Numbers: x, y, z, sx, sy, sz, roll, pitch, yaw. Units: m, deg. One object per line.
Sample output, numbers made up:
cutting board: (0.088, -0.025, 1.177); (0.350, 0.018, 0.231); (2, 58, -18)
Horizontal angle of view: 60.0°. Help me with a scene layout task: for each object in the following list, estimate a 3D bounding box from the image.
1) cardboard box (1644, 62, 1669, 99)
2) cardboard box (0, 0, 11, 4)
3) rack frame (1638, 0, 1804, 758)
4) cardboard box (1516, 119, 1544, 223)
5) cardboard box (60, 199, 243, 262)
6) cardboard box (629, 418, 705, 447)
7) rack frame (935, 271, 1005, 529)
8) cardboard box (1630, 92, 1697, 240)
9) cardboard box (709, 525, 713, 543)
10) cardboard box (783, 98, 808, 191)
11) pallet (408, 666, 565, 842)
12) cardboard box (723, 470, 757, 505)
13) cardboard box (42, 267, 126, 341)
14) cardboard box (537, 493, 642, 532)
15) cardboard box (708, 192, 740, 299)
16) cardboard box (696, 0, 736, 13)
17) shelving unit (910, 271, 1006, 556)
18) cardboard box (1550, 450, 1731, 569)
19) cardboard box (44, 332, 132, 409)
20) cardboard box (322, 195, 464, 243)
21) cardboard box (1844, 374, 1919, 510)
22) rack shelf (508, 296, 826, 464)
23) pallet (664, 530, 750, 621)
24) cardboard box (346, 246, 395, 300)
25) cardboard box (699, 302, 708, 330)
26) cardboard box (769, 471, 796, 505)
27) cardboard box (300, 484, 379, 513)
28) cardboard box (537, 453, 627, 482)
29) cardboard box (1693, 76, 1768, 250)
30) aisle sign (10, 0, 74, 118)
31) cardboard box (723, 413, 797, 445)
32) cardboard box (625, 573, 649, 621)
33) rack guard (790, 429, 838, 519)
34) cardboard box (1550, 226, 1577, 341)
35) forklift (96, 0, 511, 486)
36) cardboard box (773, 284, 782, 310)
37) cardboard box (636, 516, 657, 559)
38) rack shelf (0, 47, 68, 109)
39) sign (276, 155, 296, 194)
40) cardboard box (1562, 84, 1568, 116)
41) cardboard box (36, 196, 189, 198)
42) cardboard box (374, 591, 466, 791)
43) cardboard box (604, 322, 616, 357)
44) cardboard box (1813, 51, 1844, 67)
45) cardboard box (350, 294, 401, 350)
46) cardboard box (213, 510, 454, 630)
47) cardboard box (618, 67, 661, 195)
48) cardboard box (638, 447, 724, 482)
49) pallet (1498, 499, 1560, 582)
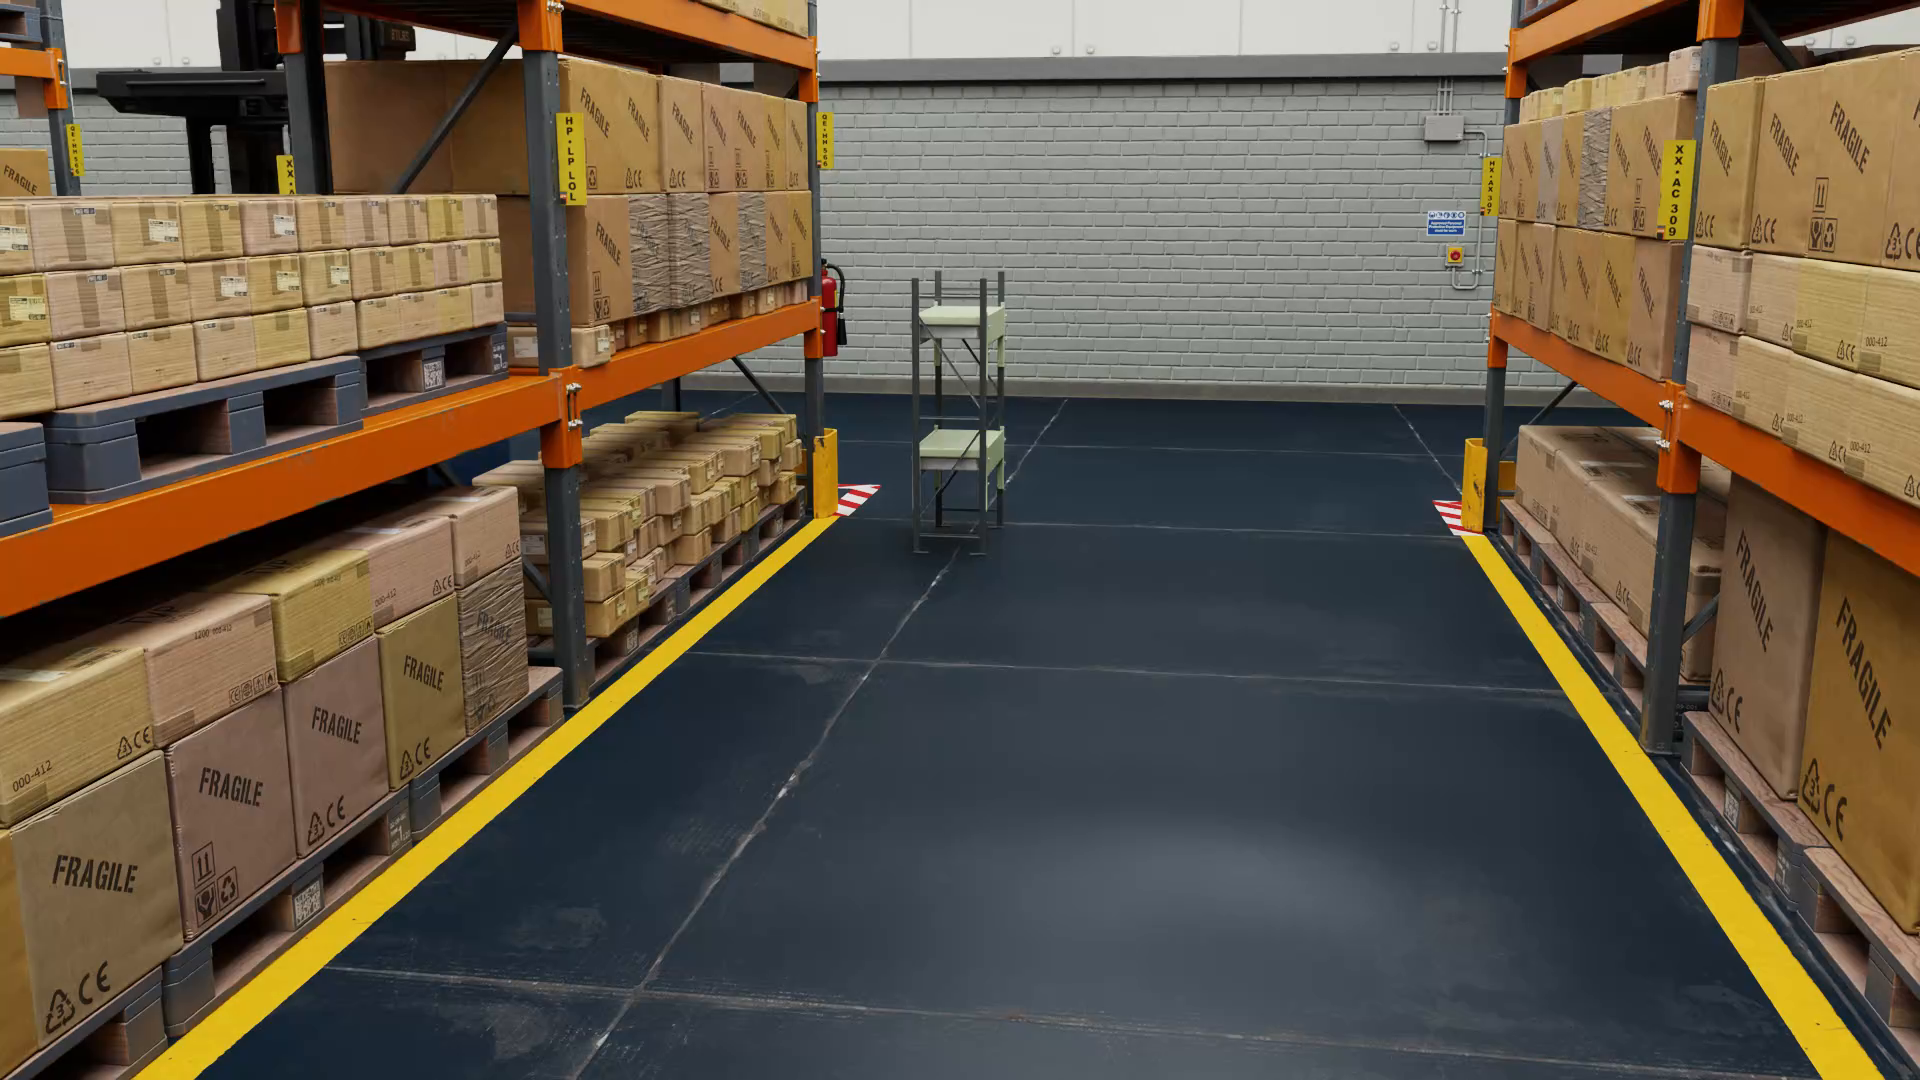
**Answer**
cardboard box: (2.898, -1.779, 6.477); (0.380, 0.149, 0.250); (2, 12, 8)
cardboard box: (-6.256, -3.507, 10.053); (0.700, 0.500, 0.500); (1, 12, 5)
rack frame: (2.948, -0.693, 5.591); (1.000, 3.000, 0.127); (2, 12, 9)
cardboard box: (3.136, -1.865, 8.418); (0.500, 0.500, 0.500); (2, 12, 7)
cardboard box: (-2.068, -0.789, 4.221); (0.380, 0.149, 0.250); (2, 12, 8)
cardboard box: (-1.683, -0.609, 9.555); (0.380, 0.149, 0.250); (2, 12, 10)
rack frame: (0.055, -0.808, 9.682); (0.400, 1.500, 0.023); (2, 12, 9)
cardboard box: (2.748, -1.338, 5.972); (0.500, 0.500, 0.500); (2, 12, 8)
cardboard box: (-1.461, -0.038, 8.322); (0.380, 0.149, 0.250); (2, 12, 10)
cardboard box: (-1.168, -2.245, 9.475); (0.500, 0.500, 0.500); (2, 12, 7)
pallet: (-2.077, 0.692, 5.779); (1.003, 0.211, 1.213); (2, 12, 9)
cardboard box: (-1.288, -0.287, 8.769); (0.380, 0.149, 0.250); (2, 12, 9)
cardboard box: (-2.146, -0.539, 3.766); (0.380, 0.149, 0.250); (2, 12, 9)
cardboard box: (-1.610, -0.110, 7.241); (0.380, 0.149, 0.250); (2, 12, 8)
cardboard box: (-1.398, -1.441, 8.119); (0.500, 0.500, 0.500); (3, 12, 11)
cardboard box: (-1.375, -2.635, 7.834); (0.500, 0.250, 0.500); (2, 12, 11)
shelving unit: (-0.001, -0.732, 9.329); (0.431, 1.500, 0.755); (2, 12, 9)
cardboard box: (3.428, -0.147, 8.142); (0.875, 0.438, 0.875); (2, 12, 10)
cardboard box: (-2.144, -0.393, 3.796); (0.380, 0.149, 0.250); (2, 12, 11)
cardboard box: (-1.868, -1.060, 5.480); (0.380, 0.149, 0.250); (2, 12, 7)
cardboard box: (2.361, -0.219, 3.747); (0.500, 0.250, 0.500); (2, 12, 8)
rack shelf: (-1.651, -0.897, 8.245); (1.077, 0.370, 4.000); (2, 12, 9)
pallet: (-1.705, 0.135, 8.367); (1.003, 0.211, 1.213); (2, 12, 9)
cardboard box: (-1.943, -0.808, 5.016); (0.380, 0.149, 0.250); (1, 12, 7)
cardboard box: (-1.442, -1.091, 8.034); (0.380, 0.149, 0.250); (2, 12, 11)
cardboard box: (-1.158, -0.304, 9.554); (0.380, 0.149, 0.250); (2, 12, 10)
cardboard box: (-2.333, -0.037, 5.704); (0.500, 0.250, 0.500); (1, 12, 6)
cardboard box: (-1.887, -0.340, 8.308); (0.380, 0.149, 0.250); (2, 12, 9)
cardboard box: (2.597, -1.149, 5.093); (0.500, 0.500, 0.500); (2, 12, 9)
aisle sign: (-5.921, -3.123, 10.695); (0.394, 0.787, 0.004); (2, 12, 9)
cardboard box: (-1.174, -0.649, 9.745); (0.380, 0.149, 0.250); (2, 12, 9)
cardboard box: (-1.544, 0.235, 7.054); (0.380, 0.149, 0.250); (2, 12, 10)
rack guard: (-1.355, -0.428, 10.291); (1.175, 0.500, 0.348); (2, 12, 9)
cardboard box: (2.999, -1.168, 7.556); (0.500, 0.500, 0.500); (2, 12, 11)
forklift: (-3.411, -1.235, 8.267); (1.130, 2.935, 3.031); (2, 12, 11)
cardboard box: (-1.213, -1.362, 9.291); (0.380, 0.149, 0.250); (2, 12, 8)
cardboard box: (-1.590, -0.019, 7.523); (0.380, 0.149, 0.250); (1, 12, 6)
rack shelf: (-6.536, -2.546, 8.772); (1.077, 0.370, 4.000); (2, 12, 9)
sign: (-2.496, -1.272, 6.220); (0.100, 0.325, 0.005); (2, 12, 9)
cardboard box: (3.021, -2.046, 7.718); (0.380, 0.149, 0.250); (2, 12, 9)
cardboard box: (-2.593, -0.976, 5.087); (0.380, 0.149, 0.250); (2, 12, 8)
cardboard box: (-1.903, 0.453, 5.208); (0.500, 0.500, 0.500); (2, 12, 7)
cardboard box: (-1.625, -0.815, 6.749); (0.380, 0.149, 0.250); (2, 12, 10)
cardboard box: (3.277, -1.659, 5.923); (0.380, 0.149, 0.250); (2, 12, 9)
cardboard box: (-1.942, -0.668, 5.073); (0.380, 0.149, 0.250); (1, 12, 6)
cardboard box: (-1.915, 0.087, 5.126); (0.500, 0.250, 0.500); (2, 12, 11)
cardboard box: (-1.584, -1.710, 6.992); (0.500, 0.500, 0.500); (2, 12, 7)
cardboard box: (-1.423, -0.380, 8.495); (0.380, 0.149, 0.250); (1, 12, 7)
pallet: (3.518, 0.006, 8.964); (1.003, 0.211, 1.213); (2, 12, 9)
